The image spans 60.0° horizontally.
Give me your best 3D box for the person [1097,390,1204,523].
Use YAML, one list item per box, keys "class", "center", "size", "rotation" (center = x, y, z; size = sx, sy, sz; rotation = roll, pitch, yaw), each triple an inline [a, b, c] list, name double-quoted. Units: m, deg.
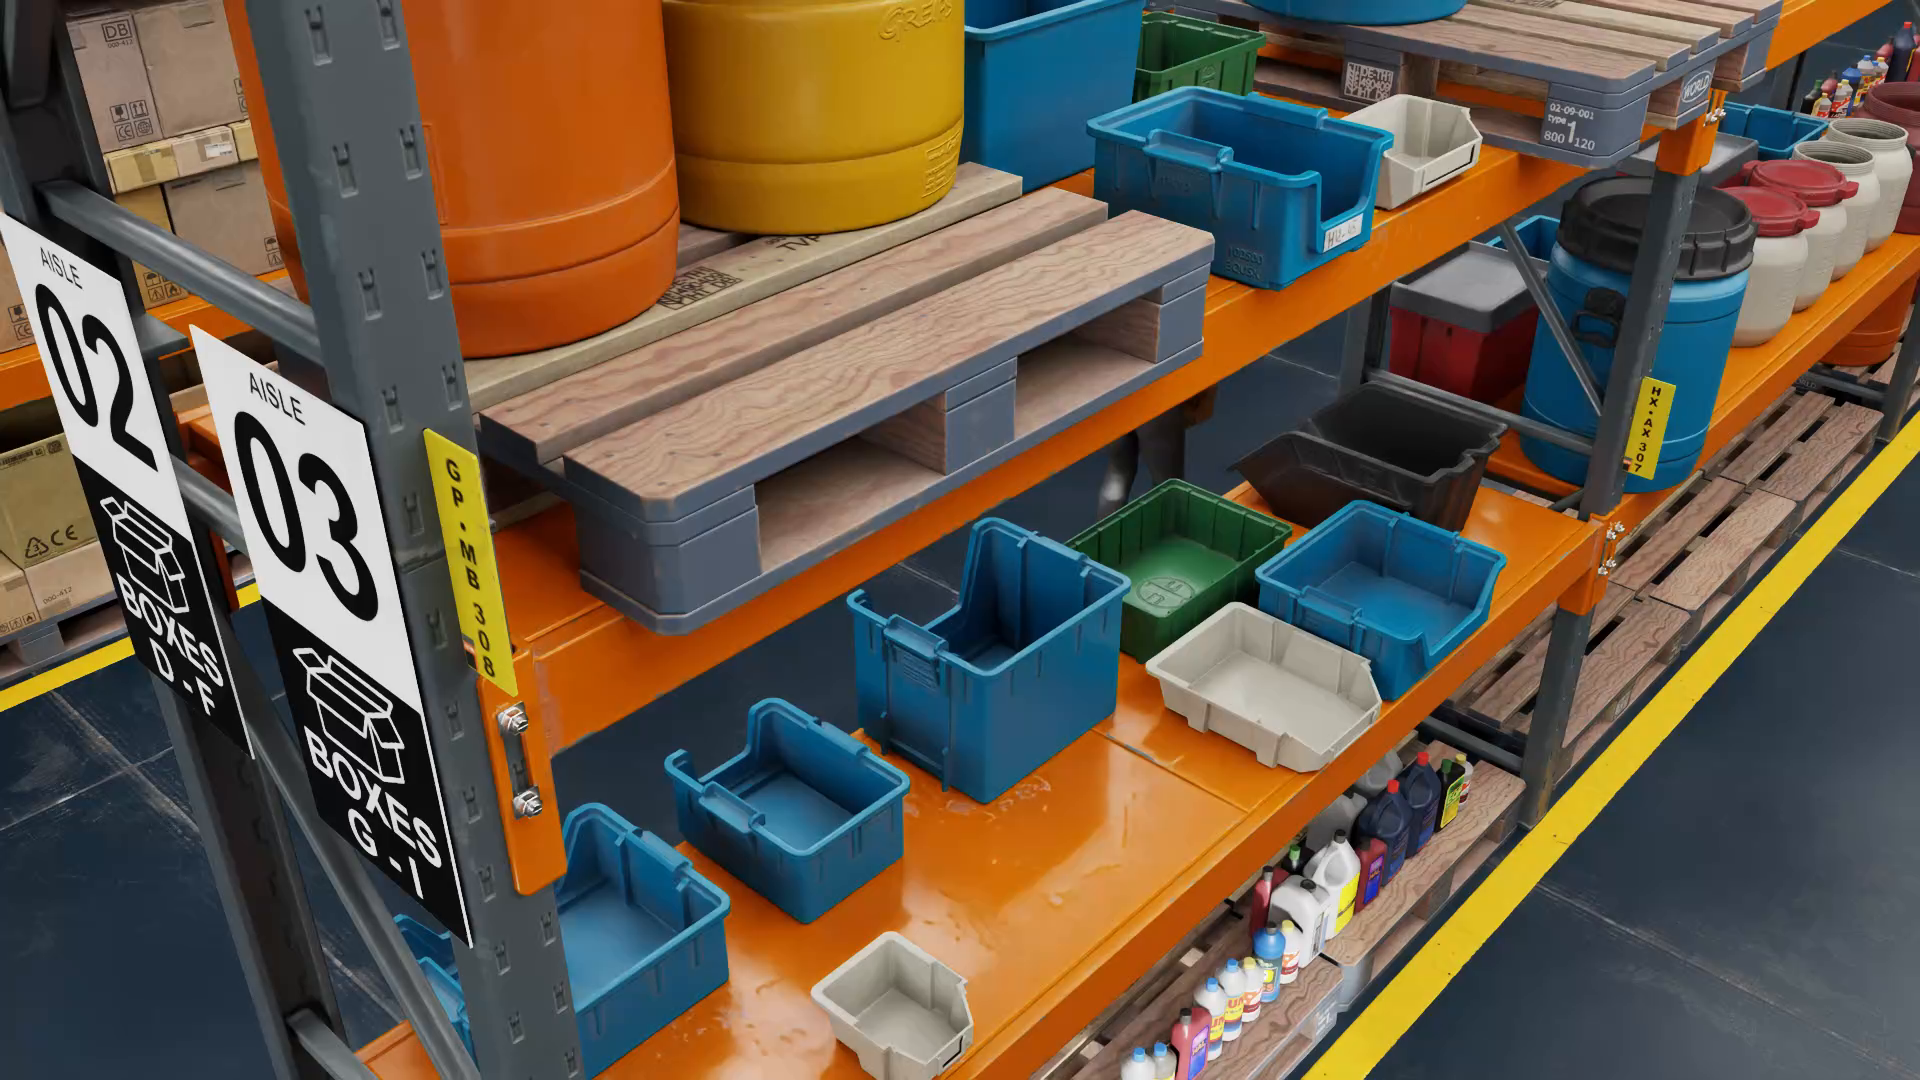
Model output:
- class: "person"
  center: [0.810, -0.605, 7.119]
  size: [0.478, 1.663, 0.405]
  rotation: [25, 39, 34]
